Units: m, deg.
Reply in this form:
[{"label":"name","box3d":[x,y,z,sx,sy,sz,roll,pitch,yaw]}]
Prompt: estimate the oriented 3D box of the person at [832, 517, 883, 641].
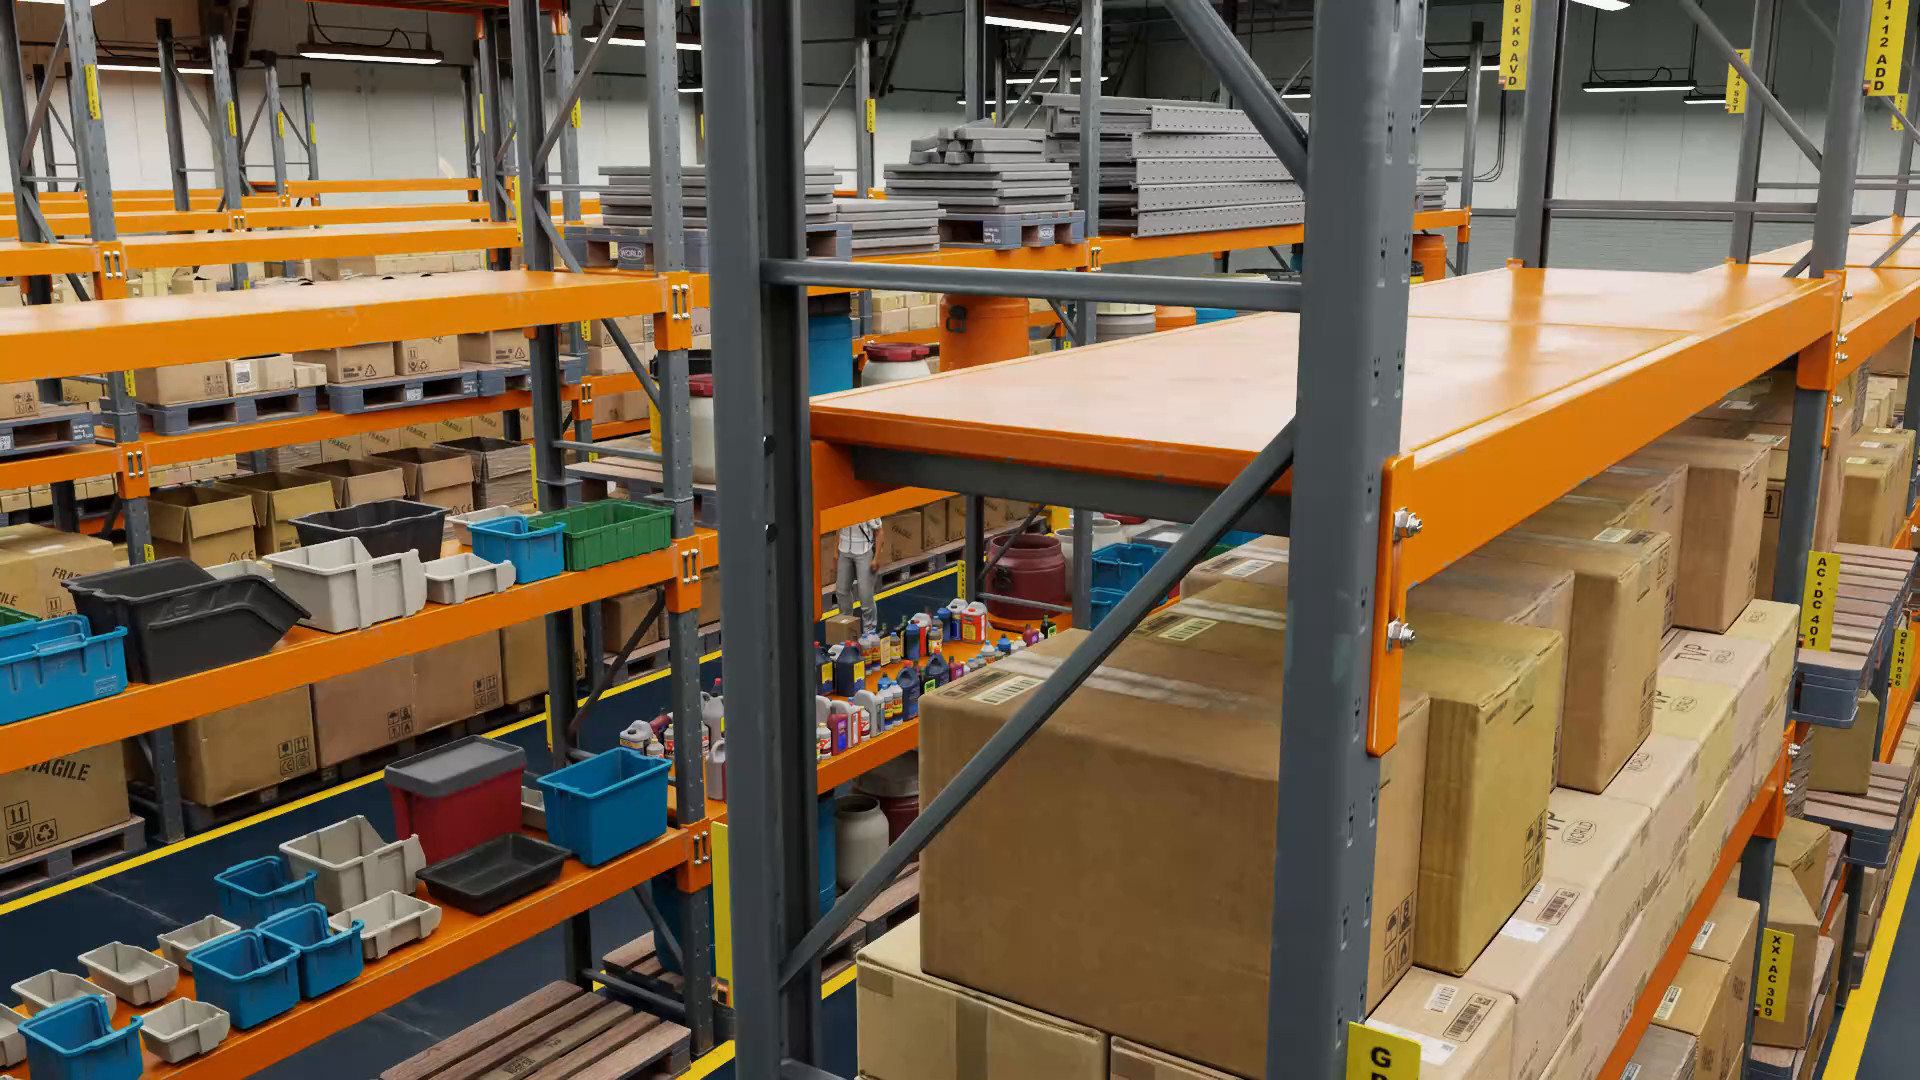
[{"label":"person","box3d":[-1.020,0.162,16.269,0.564,1.667,0.464,8,15,30]}]
